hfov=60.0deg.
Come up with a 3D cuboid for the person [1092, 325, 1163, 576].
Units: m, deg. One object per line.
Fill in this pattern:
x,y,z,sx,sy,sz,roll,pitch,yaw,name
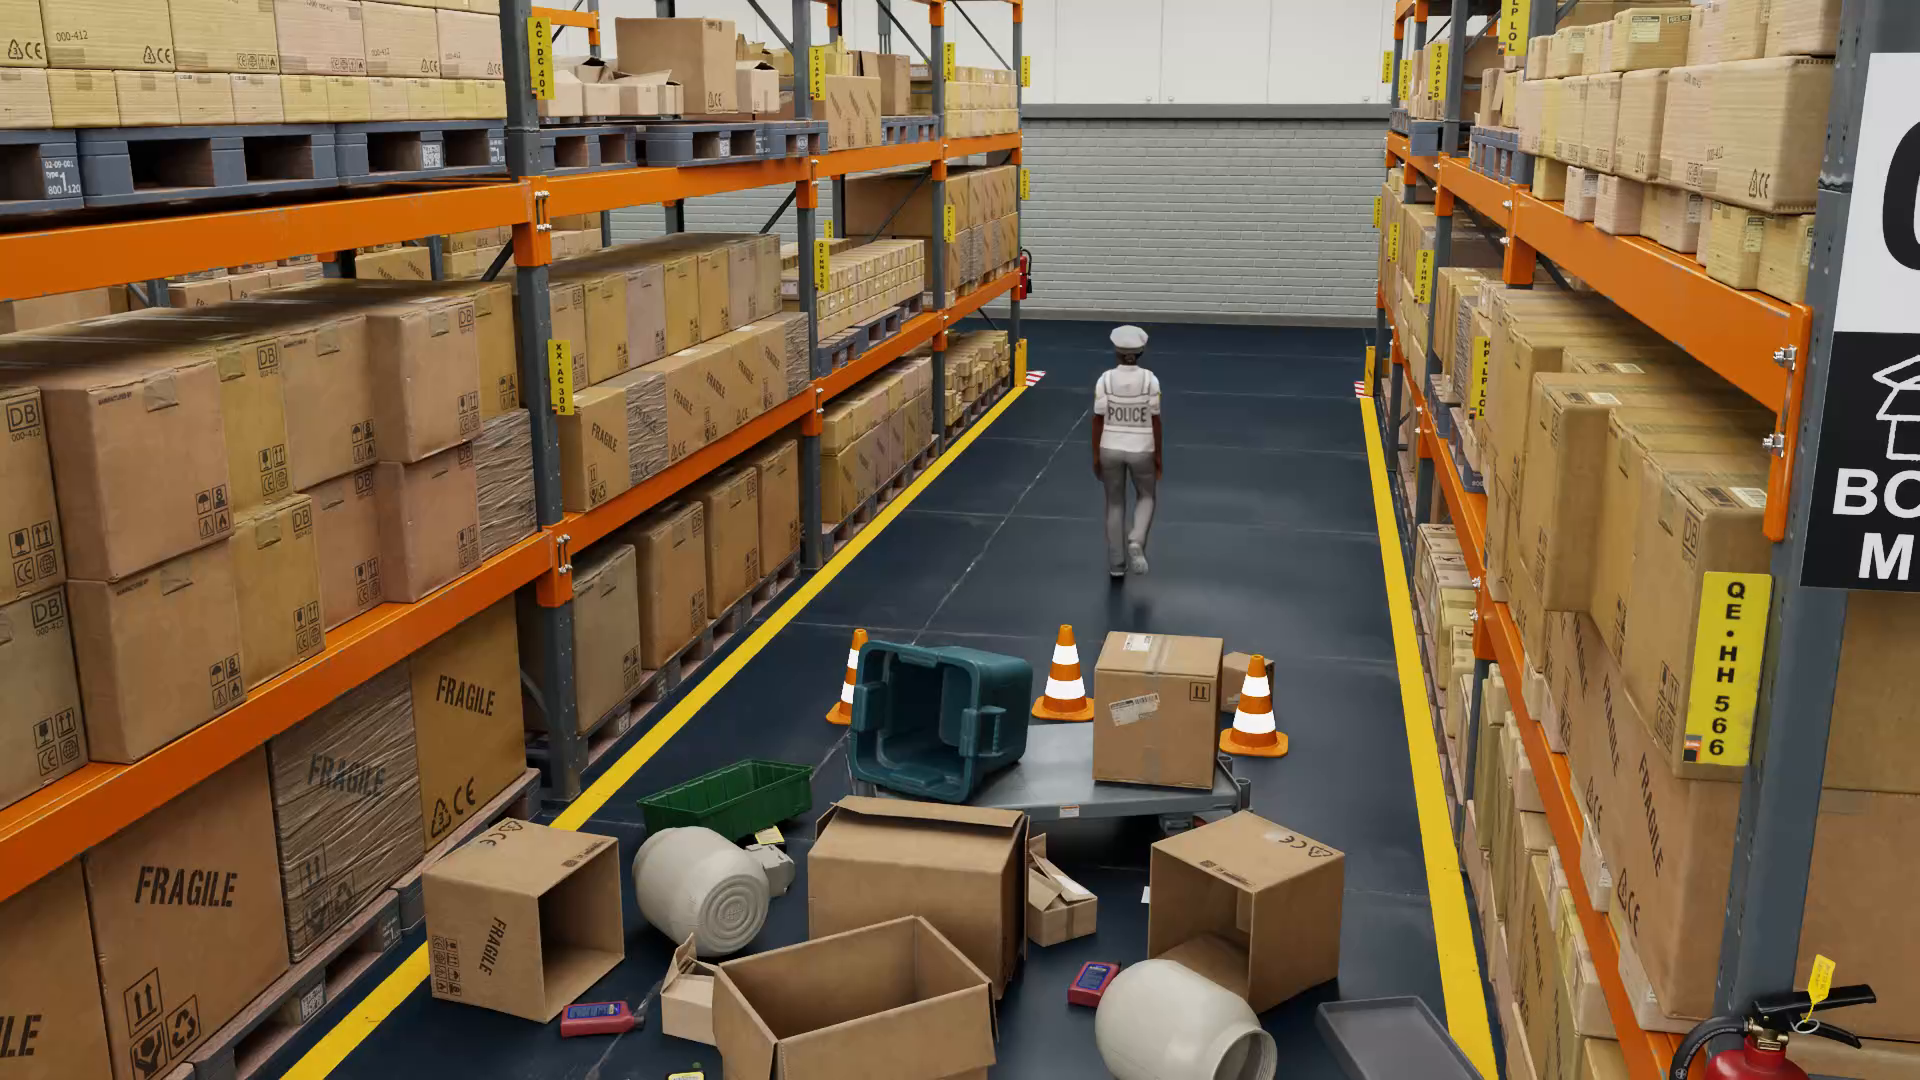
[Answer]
1.113,-0.581,11.046,0.476,1.683,0.467,2,15,7,person
